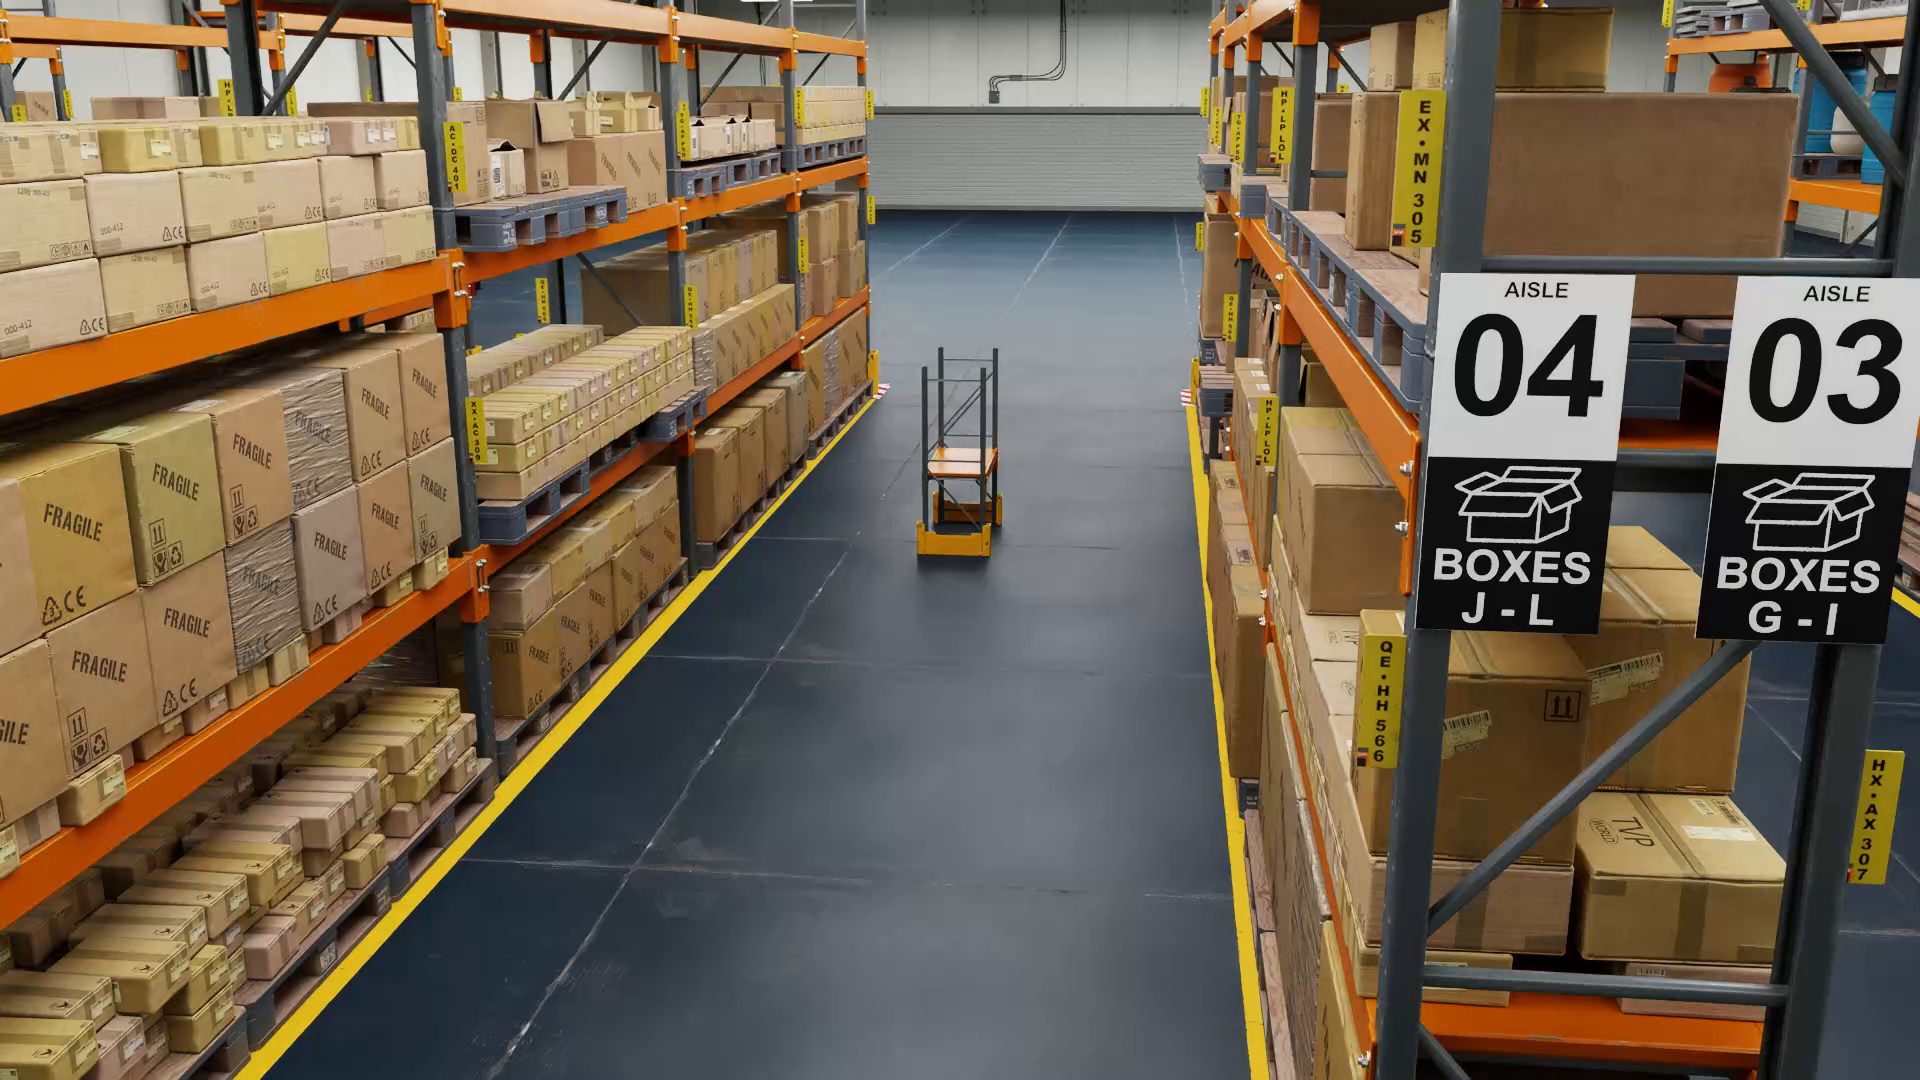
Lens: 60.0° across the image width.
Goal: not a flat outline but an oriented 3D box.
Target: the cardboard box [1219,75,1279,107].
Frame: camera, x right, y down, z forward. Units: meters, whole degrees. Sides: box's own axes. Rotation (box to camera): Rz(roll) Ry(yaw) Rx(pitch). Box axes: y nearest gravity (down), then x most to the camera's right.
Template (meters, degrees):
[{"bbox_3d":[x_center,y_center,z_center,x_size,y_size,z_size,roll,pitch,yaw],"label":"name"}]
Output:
[{"bbox_3d":[2.669,-4.049,15.424,0.500,0.500,0.500,1,15,5],"label":"cardboard box"}]

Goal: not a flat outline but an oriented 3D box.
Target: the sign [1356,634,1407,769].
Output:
[{"bbox_3d":[0.980,0.376,3.854,0.100,0.325,0.005,2,15,6],"label":"sign"}]

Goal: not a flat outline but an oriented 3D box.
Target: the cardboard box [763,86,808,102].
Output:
[{"bbox_3d":[-1.667,-4.263,15.892,0.380,0.149,0.250,2,15,7],"label":"cardboard box"}]

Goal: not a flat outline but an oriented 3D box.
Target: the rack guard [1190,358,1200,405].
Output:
[{"bbox_3d":[3.314,-1.855,19.564,1.175,0.500,0.348,2,15,6],"label":"rack guard"}]

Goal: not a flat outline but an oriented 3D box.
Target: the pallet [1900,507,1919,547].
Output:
[{"bbox_3d":[7.607,-0.030,13.367,1.003,0.211,1.213,2,15,6],"label":"pallet"}]

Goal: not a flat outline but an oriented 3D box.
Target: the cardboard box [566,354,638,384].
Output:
[{"bbox_3d":[-2.245,-1.071,10.414,0.380,0.149,0.250,2,15,9],"label":"cardboard box"}]

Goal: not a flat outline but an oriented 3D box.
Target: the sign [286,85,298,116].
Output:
[{"bbox_3d":[-6.424,-4.208,15.986,0.100,0.325,0.005,2,15,6],"label":"sign"}]

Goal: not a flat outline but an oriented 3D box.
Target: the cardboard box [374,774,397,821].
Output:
[{"bbox_3d":[-2.825,1.183,7.630,0.380,0.149,0.250,2,15,7],"label":"cardboard box"}]

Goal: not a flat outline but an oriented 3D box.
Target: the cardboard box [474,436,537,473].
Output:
[{"bbox_3d":[-2.447,-0.455,8.704,0.380,0.149,0.250,2,15,7],"label":"cardboard box"}]

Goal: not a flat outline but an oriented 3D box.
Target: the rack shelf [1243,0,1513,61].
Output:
[{"bbox_3d":[2.194,-2.843,9.082,1.077,0.370,4.000,2,15,6],"label":"rack shelf"}]

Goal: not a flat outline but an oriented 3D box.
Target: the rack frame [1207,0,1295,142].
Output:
[{"bbox_3d":[3.323,-5.977,18.527,1.000,3.000,0.127,2,15,6],"label":"rack frame"}]

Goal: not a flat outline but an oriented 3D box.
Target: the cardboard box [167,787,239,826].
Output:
[{"bbox_3d":[-3.328,1.170,7.105,0.380,0.149,0.250,1,15,4],"label":"cardboard box"}]

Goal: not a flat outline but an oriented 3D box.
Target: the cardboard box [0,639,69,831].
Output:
[{"bbox_3d":[-3.075,0.596,4.949,0.500,0.500,0.500,2,15,9],"label":"cardboard box"}]

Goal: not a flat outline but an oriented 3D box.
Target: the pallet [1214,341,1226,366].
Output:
[{"bbox_3d":[2.603,-1.428,13.565,1.003,0.211,1.213,2,15,6],"label":"pallet"}]

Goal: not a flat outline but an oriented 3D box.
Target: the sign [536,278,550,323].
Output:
[{"bbox_3d":[-3.049,-1.753,12.180,0.100,0.325,0.005,2,15,6],"label":"sign"}]

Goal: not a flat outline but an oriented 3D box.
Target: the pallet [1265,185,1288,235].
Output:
[{"bbox_3d":[2.277,-1.904,9.574,1.003,0.211,1.213,2,15,9],"label":"pallet"}]

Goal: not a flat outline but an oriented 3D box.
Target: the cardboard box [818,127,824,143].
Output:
[{"bbox_3d":[-1.581,-4.075,16.724,0.380,0.149,0.250,1,15,5],"label":"cardboard box"}]

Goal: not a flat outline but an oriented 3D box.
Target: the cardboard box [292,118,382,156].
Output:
[{"bbox_3d":[-2.717,-1.728,7.125,0.380,0.149,0.250,2,15,6],"label":"cardboard box"}]

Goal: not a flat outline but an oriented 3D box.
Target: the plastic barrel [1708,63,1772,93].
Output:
[{"bbox_3d":[8.315,-4.664,17.788,0.600,0.830,0.708,2,15,6],"label":"plastic barrel"}]

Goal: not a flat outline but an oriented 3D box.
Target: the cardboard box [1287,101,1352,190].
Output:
[{"bbox_3d":[2.211,-2.176,9.215,0.797,0.503,0.637,1,15,5],"label":"cardboard box"}]

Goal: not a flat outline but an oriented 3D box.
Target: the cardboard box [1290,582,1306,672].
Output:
[{"bbox_3d":[1.541,0.337,6.385,0.500,0.250,0.500,2,15,8],"label":"cardboard box"}]

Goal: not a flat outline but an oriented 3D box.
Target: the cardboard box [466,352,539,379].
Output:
[{"bbox_3d":[-2.888,-1.092,10.491,0.380,0.149,0.250,2,15,8],"label":"cardboard box"}]

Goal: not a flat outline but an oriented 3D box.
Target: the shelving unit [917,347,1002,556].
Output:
[{"bbox_3d":[0.009,-0.744,13.539,0.587,1.500,1.083,2,15,6],"label":"shelving unit"}]

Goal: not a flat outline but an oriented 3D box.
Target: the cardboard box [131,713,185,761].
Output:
[{"bbox_3d":[-3.018,0.667,5.931,0.380,0.149,0.250,2,15,6],"label":"cardboard box"}]

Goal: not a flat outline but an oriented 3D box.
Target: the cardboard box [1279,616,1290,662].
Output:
[{"bbox_3d":[1.518,0.424,6.828,0.380,0.149,0.250,1,15,5],"label":"cardboard box"}]

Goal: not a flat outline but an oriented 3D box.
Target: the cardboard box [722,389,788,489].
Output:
[{"bbox_3d":[-2.139,-0.919,14.820,1.050,0.750,0.750,2,15,6],"label":"cardboard box"}]

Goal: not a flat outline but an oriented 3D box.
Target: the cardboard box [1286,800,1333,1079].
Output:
[{"bbox_3d":[1.613,1.487,5.682,0.875,0.875,0.875,2,15,6],"label":"cardboard box"}]

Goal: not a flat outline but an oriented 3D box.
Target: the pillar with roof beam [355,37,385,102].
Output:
[{"bbox_3d":[-6.799,-9.246,30.615,9.100,9.000,0.400,2,15,6],"label":"pillar with roof beam"}]

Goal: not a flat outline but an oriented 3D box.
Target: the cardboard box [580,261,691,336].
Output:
[{"bbox_3d":[-2.436,-1.826,12.560,0.700,0.500,0.500,2,15,6],"label":"cardboard box"}]

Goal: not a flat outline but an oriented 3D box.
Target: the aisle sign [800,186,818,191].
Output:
[{"bbox_3d":[-1.884,-4.536,19.709,0.394,0.787,0.004,2,15,6],"label":"aisle sign"}]

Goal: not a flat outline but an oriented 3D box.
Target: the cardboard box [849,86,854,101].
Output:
[{"bbox_3d":[-1.381,-4.920,18.323,0.380,0.149,0.250,2,15,7],"label":"cardboard box"}]

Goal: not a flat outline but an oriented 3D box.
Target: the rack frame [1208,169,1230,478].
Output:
[{"bbox_3d":[2.871,-2.044,15.474,1.000,3.000,0.127,2,15,6],"label":"rack frame"}]

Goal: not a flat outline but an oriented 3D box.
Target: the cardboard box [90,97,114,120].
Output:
[{"bbox_3d":[-7.486,-3.886,15.065,0.500,0.250,0.500,1,15,5],"label":"cardboard box"}]

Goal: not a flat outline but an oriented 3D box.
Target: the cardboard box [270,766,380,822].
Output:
[{"bbox_3d":[-2.786,1.115,7.308,0.380,0.149,0.250,1,15,4],"label":"cardboard box"}]

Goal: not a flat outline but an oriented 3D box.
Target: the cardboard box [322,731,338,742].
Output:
[{"bbox_3d":[-3.247,1.042,8.151,0.380,0.149,0.250,2,15,7],"label":"cardboard box"}]

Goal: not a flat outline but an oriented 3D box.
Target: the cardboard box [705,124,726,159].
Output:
[{"bbox_3d":[-2.140,-3.116,12.985,0.500,0.250,0.500,2,15,8],"label":"cardboard box"}]

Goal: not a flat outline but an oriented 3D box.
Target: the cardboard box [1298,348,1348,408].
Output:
[{"bbox_3d":[2.032,-0.667,8.270,0.797,0.503,0.637,1,15,5],"label":"cardboard box"}]

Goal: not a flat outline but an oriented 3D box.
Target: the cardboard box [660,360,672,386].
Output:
[{"bbox_3d":[-2.156,-1.124,11.181,0.380,0.149,0.250,2,15,8],"label":"cardboard box"}]

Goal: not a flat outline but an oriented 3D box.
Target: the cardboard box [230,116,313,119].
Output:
[{"bbox_3d":[-3.222,-1.882,7.696,0.380,0.149,0.250,1,15,5],"label":"cardboard box"}]

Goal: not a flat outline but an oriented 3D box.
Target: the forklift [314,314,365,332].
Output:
[{"bbox_3d":[-4.969,-1.279,12.777,1.130,2.935,3.031,1,15,5],"label":"forklift"}]

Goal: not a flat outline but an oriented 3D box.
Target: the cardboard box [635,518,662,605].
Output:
[{"bbox_3d":[-2.374,0.138,11.388,0.500,0.500,0.500,2,15,9],"label":"cardboard box"}]

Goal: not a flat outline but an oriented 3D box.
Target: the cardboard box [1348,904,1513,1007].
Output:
[{"bbox_3d":[1.230,1.088,4.374,0.380,0.149,0.250,2,15,7],"label":"cardboard box"}]

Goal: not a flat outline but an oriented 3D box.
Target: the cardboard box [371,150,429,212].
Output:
[{"bbox_3d":[-2.748,-1.631,7.530,0.500,0.250,0.500,1,15,4],"label":"cardboard box"}]

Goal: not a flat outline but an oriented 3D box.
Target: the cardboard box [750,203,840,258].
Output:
[{"bbox_3d":[-1.774,-3.324,17.853,0.875,0.550,0.500,2,15,6],"label":"cardboard box"}]

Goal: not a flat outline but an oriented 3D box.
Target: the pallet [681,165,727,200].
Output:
[{"bbox_3d":[-2.477,-2.704,12.531,1.213,0.211,1.003,2,15,9],"label":"pallet"}]

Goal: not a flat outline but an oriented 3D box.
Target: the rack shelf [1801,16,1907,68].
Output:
[{"bbox_3d":[7.567,-3.735,12.379,1.077,0.370,4.000,2,15,6],"label":"rack shelf"}]

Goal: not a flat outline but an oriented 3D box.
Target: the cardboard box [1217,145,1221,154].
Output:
[{"bbox_3d":[2.733,-3.680,16.067,0.500,0.250,0.500,2,15,8],"label":"cardboard box"}]

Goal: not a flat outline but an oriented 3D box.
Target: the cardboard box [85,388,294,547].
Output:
[{"bbox_3d":[-2.900,-0.284,6.290,0.500,0.500,0.500,1,15,4],"label":"cardboard box"}]

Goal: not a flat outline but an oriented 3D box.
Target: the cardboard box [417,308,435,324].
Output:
[{"bbox_3d":[-6.330,-2.611,19.355,0.380,0.149,0.250,2,15,8],"label":"cardboard box"}]

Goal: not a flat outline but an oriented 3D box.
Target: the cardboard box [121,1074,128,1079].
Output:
[{"bbox_3d":[-3.074,1.873,5.646,0.380,0.149,0.250,2,15,6],"label":"cardboard box"}]

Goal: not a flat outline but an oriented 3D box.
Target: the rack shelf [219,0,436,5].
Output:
[{"bbox_3d":[-3.174,-2.170,5.830,1.077,0.370,4.000,2,15,6],"label":"rack shelf"}]

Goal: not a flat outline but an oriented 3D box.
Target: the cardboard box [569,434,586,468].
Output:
[{"bbox_3d":[-2.360,-0.513,9.490,0.380,0.149,0.250,2,15,7],"label":"cardboard box"}]

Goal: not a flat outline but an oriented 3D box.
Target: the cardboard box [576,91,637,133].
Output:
[{"bbox_3d":[-2.327,-2.798,10.860,0.396,0.266,0.258,2,15,6],"label":"cardboard box"}]

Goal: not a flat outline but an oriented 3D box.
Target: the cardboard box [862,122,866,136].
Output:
[{"bbox_3d":[-1.295,-4.735,19.165,0.380,0.149,0.250,2,15,6],"label":"cardboard box"}]

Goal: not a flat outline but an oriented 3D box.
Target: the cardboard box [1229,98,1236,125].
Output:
[{"bbox_3d":[2.614,-3.381,13.670,0.797,0.503,0.637,2,15,9],"label":"cardboard box"}]

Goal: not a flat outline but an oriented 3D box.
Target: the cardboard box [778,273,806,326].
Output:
[{"bbox_3d":[-2.016,-2.384,16.446,0.875,0.550,0.550,2,15,6],"label":"cardboard box"}]

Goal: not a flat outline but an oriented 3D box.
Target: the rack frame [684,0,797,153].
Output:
[{"bbox_3d":[-2.046,-5.112,15.328,1.000,3.000,0.127,2,15,6],"label":"rack frame"}]

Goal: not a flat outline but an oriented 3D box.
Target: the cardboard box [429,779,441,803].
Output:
[{"bbox_3d":[-2.766,1.209,8.101,0.380,0.149,0.250,2,15,8],"label":"cardboard box"}]

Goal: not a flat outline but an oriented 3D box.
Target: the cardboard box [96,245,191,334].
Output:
[{"bbox_3d":[-2.986,-0.859,5.632,0.500,0.250,0.500,1,15,4],"label":"cardboard box"}]
